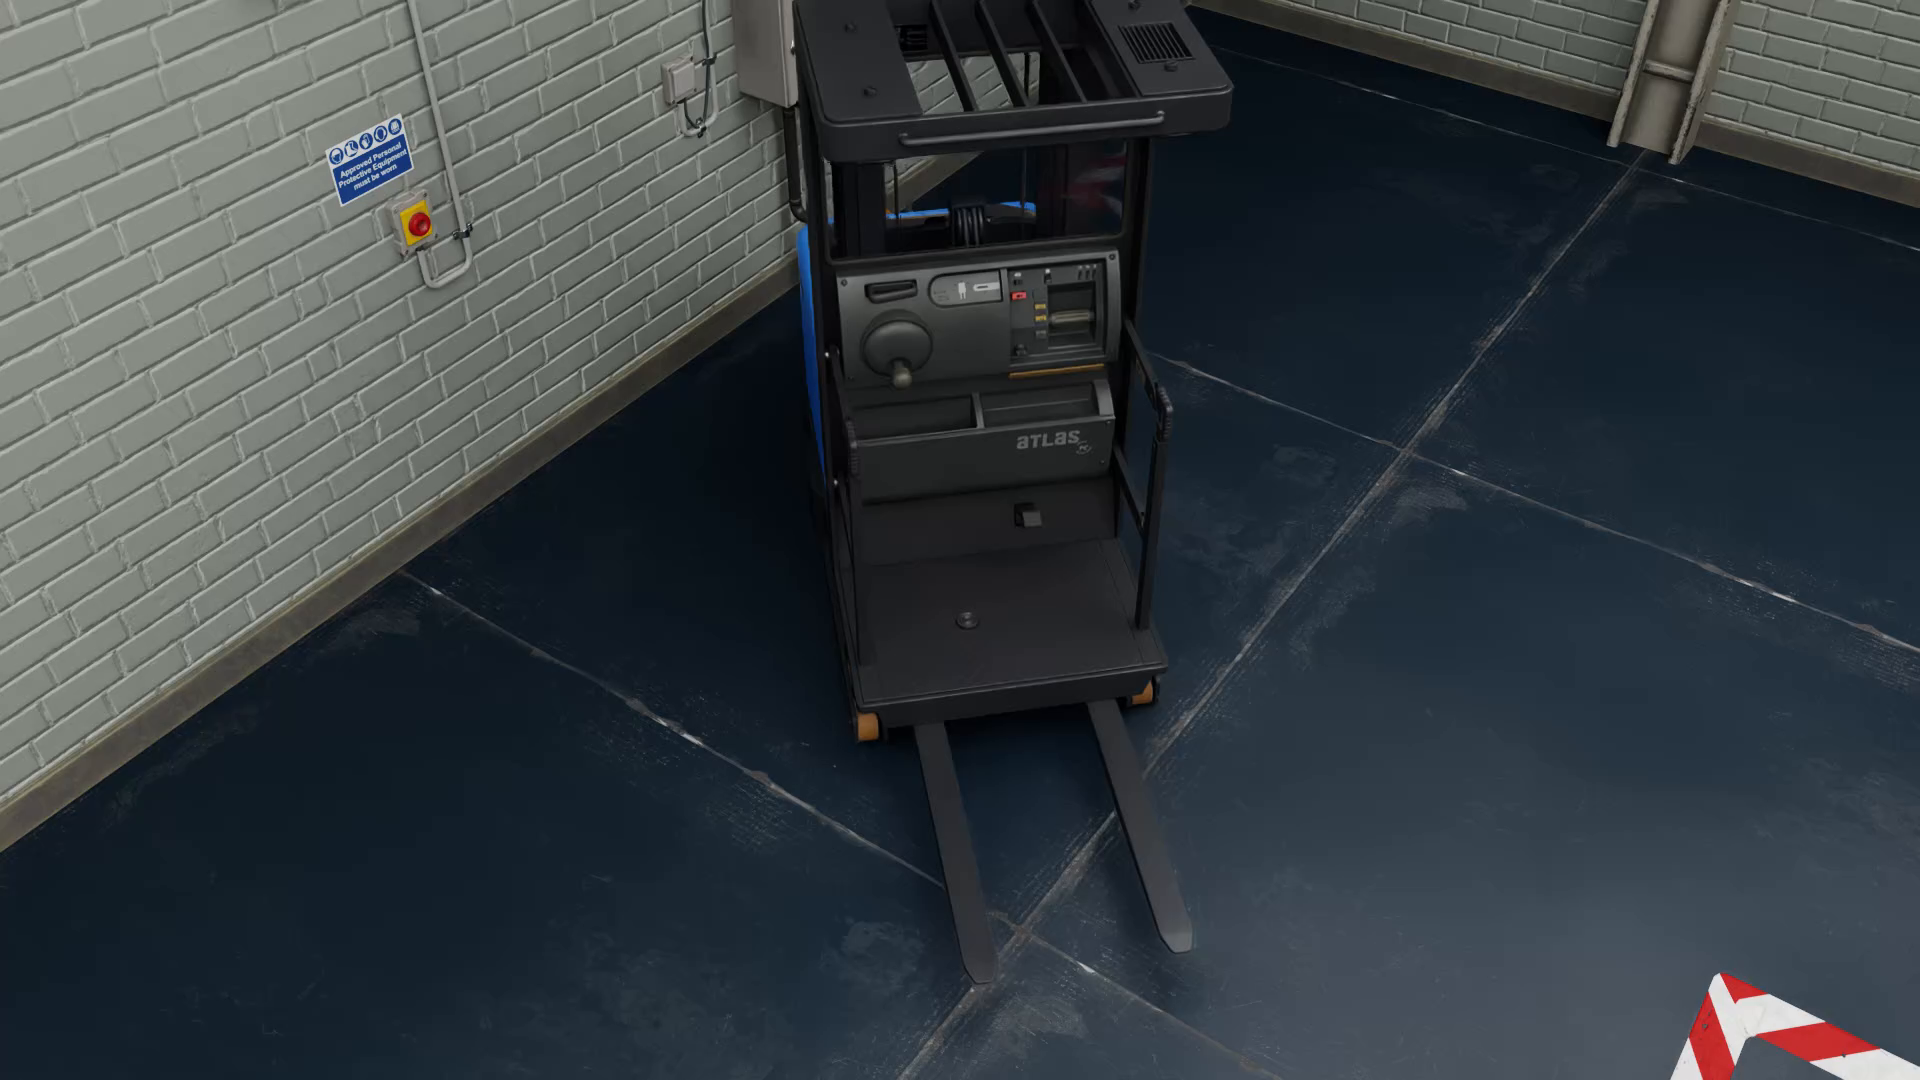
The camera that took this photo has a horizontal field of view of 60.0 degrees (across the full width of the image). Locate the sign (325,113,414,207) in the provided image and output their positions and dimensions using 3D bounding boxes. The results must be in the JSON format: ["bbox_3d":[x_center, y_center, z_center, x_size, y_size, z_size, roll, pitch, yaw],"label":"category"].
[{"bbox_3d":[-2.045,-1.319,5.772,0.001,0.218,0.327,25,48,25],"label":"sign"}]

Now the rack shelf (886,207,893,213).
[{"bbox_3d":[-0.350,-1.228,6.923,0.215,0.259,0.240,-23,47,-25],"label":"rack shelf"}]

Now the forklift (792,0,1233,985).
[{"bbox_3d":[0.107,-0.639,5.267,1.130,2.935,3.031,-7,42,-8],"label":"forklift"}]

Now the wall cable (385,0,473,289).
[{"bbox_3d":[-1.967,-1.612,5.517,0.123,1.953,0.585,25,48,25],"label":"wall cable"}]

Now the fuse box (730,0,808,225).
[{"bbox_3d":[-0.641,-1.833,7.515,0.414,1.711,0.539,25,48,25],"label":"fuse box"}]

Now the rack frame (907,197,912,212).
[{"bbox_3d":[-0.285,-0.955,7.028,0.200,1.050,0.008,-23,47,-25],"label":"rack frame"}]

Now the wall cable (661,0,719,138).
[{"bbox_3d":[-1.162,-2.379,6.397,0.122,1.984,0.588,25,48,25],"label":"wall cable"}]

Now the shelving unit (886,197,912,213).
[{"bbox_3d":[-0.353,-1.023,7.104,0.215,1.050,0.252,-23,47,-25],"label":"shelving unit"}]

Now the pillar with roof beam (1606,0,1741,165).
[{"bbox_3d":[1.348,-3.197,3.574,0.400,9.000,9.100,25,48,25],"label":"pillar with roof beam"}]
